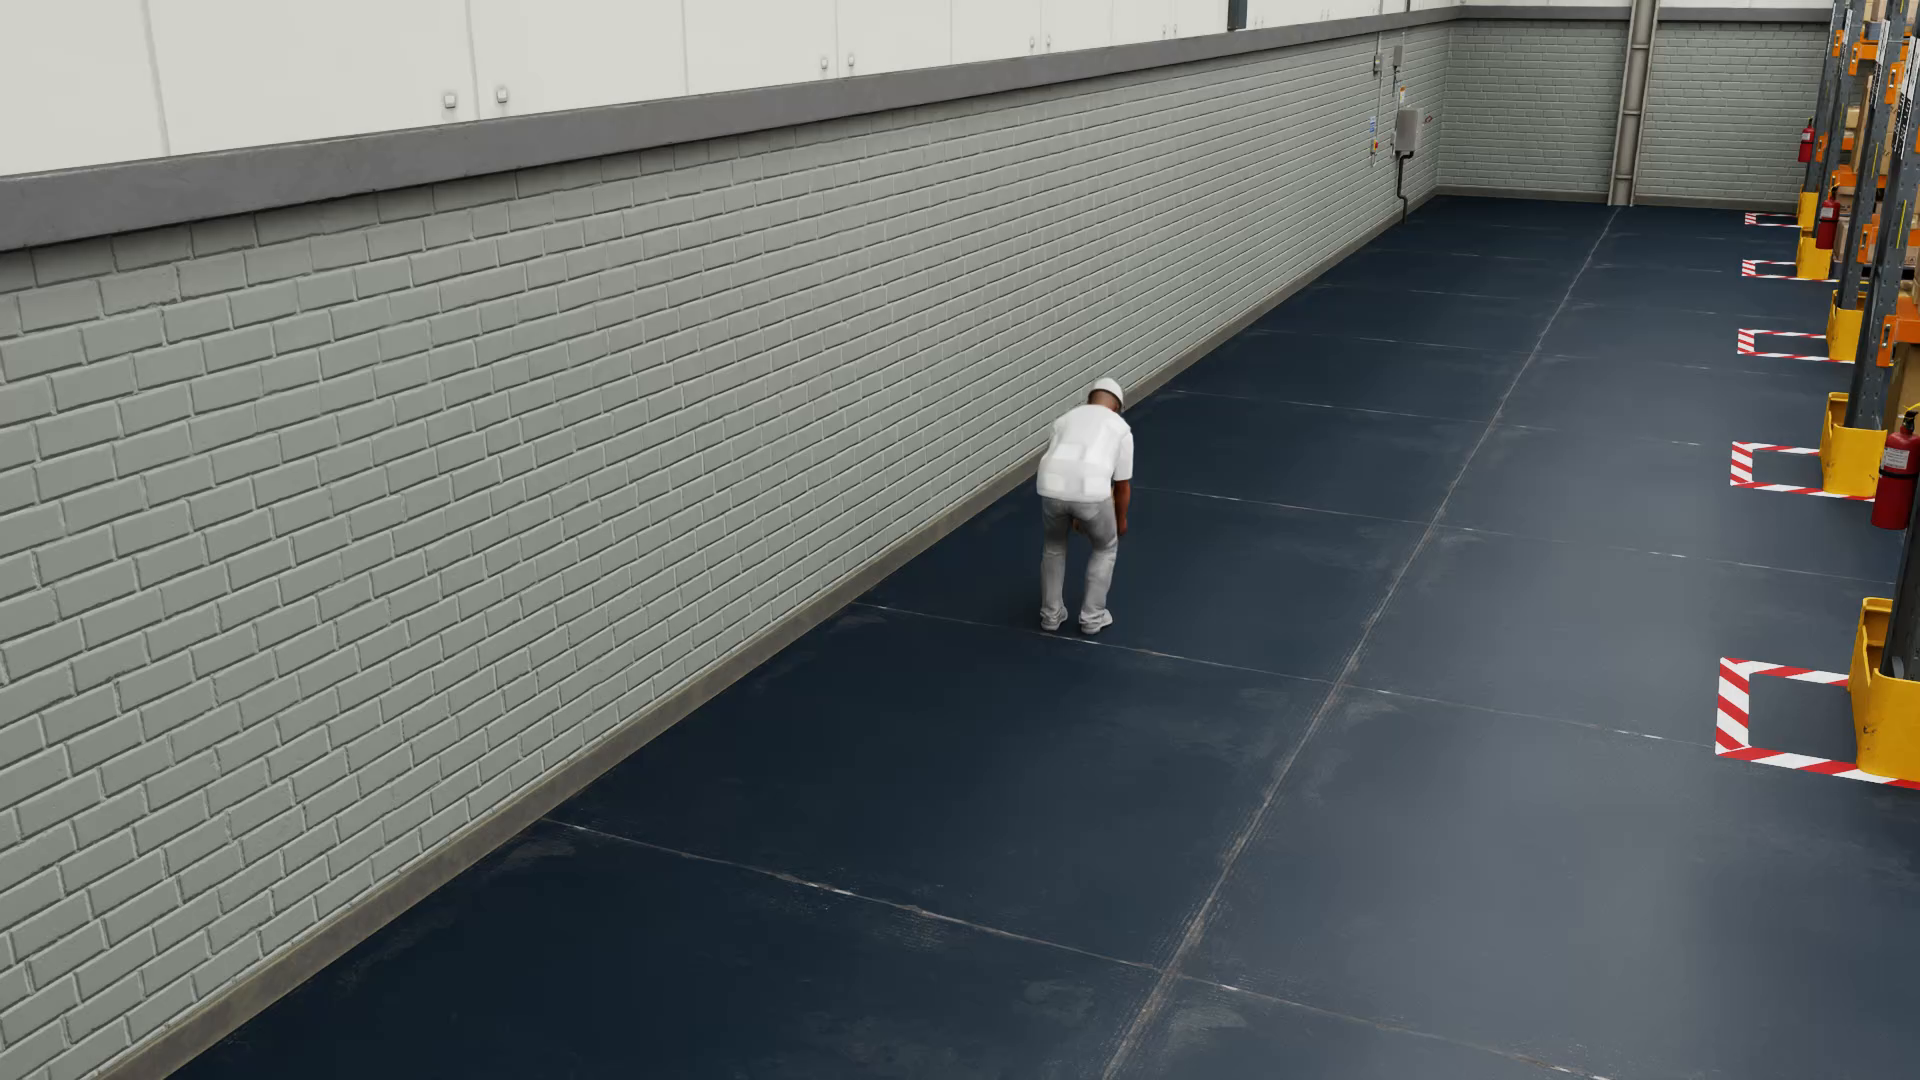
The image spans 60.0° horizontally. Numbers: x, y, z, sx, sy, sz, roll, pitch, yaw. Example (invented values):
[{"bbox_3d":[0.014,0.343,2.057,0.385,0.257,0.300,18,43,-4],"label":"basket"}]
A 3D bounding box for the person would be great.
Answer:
[{"bbox_3d":[0.737,-0.203,9.715,0.489,1.377,0.897,8,20,21],"label":"person"}]
